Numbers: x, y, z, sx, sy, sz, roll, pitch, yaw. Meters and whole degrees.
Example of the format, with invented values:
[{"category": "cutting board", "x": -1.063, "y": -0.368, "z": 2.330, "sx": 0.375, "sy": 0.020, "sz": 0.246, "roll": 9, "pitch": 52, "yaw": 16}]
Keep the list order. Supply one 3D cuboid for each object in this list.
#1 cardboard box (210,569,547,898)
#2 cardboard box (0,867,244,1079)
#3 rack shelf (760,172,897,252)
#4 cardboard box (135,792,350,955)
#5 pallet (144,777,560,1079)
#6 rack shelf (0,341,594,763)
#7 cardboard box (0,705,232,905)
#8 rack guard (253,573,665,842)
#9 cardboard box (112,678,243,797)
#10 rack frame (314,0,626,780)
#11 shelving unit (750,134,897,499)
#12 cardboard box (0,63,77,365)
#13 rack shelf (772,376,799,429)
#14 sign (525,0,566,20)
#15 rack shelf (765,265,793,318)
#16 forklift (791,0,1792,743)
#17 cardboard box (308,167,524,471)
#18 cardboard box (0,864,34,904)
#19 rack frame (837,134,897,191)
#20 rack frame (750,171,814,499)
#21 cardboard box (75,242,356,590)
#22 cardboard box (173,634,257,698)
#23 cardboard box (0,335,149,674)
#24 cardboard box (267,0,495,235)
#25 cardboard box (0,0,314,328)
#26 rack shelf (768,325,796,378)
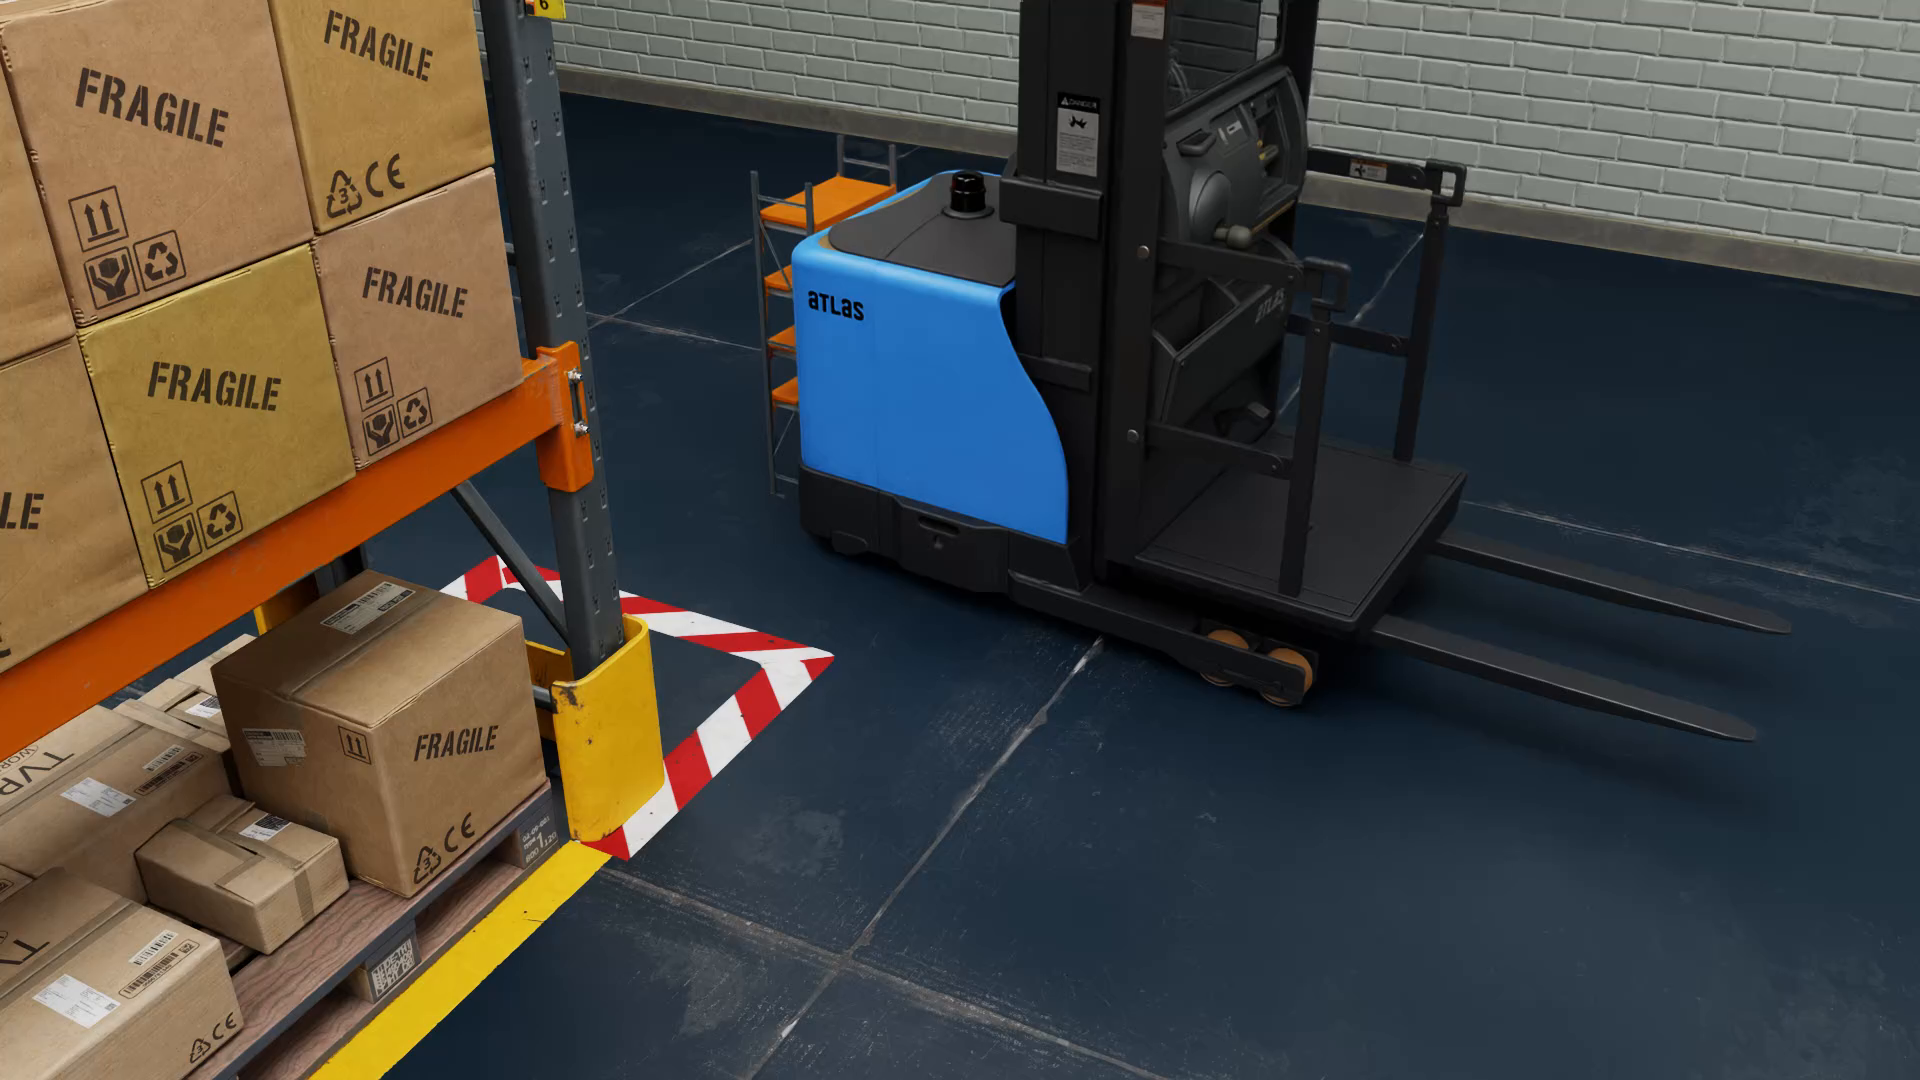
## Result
[{"category": "cardboard box", "x": -1.384, "y": 0.452, "z": 4.019, "sx": 0.500, "sy": 0.500, "sz": 0.500, "roll": 14, "pitch": 33, "yaw": 23}, {"category": "cardboard box", "x": -1.844, "y": 0.975, "z": 3.360, "sx": 0.500, "sy": 0.250, "sz": 0.500, "roll": 14, "pitch": 33, "yaw": 23}, {"category": "rack shelf", "x": -0.452, "y": -1.099, "z": 5.671, "sx": 0.258, "sy": 0.148, "sz": 0.480, "roll": 17, "pitch": 34, "yaw": 27}, {"category": "cardboard box", "x": -1.649, "y": 0.756, "z": 3.825, "sx": 0.380, "sy": 0.166, "sz": 0.250, "roll": 14, "pitch": 33, "yaw": 23}, {"category": "pallet", "x": -1.753, "y": 0.859, "z": 4.043, "sx": 1.003, "sy": 0.211, "sz": 1.213, "roll": 14, "pitch": 33, "yaw": 23}, {"category": "rack shelf", "x": -2.267, "y": 0.460, "z": 2.659, "sx": 1.077, "sy": 0.370, "sz": 4.000, "roll": 14, "pitch": 33, "yaw": 23}, {"category": "cardboard box", "x": -2.084, "y": 0.662, "z": 3.905, "sx": 0.500, "sy": 0.250, "sz": 0.500, "roll": 14, "pitch": 33, "yaw": 23}, {"category": "rack guard", "x": -1.390, "y": 0.379, "z": 4.587, "sx": 1.175, "sy": 0.500, "sz": 0.348, "roll": 14, "pitch": 33, "yaw": 23}, {"category": "cardboard box", "x": -1.966, "y": 0.518, "z": 4.239, "sx": 0.380, "sy": 0.166, "sz": 0.250, "roll": 14, "pitch": 33, "yaw": 23}, {"category": "rack frame", "x": -1.356, "y": -0.738, "z": 4.023, "sx": 1.000, "sy": 3.000, "sz": 0.127, "roll": 14, "pitch": 33, "yaw": 23}, {"category": "shelving unit", "x": -0.452, "y": -0.759, "z": 5.866, "sx": 0.258, "sy": 1.200, "sz": 0.503, "roll": 17, "pitch": 34, "yaw": 27}, {"category": "cardboard box", "x": -1.775, "y": -0.500, "z": 2.505, "sx": 0.500, "sy": 0.500, "sz": 0.500, "roll": 15, "pitch": 33, "yaw": 25}, {"category": "rack shelf", "x": -0.452, "y": -0.528, "z": 5.998, "sx": 0.258, "sy": 0.148, "sz": 0.480, "roll": 17, "pitch": 34, "yaw": 27}, {"category": "sign", "x": -0.871, "y": -1.243, "z": 3.422, "sx": 0.100, "sy": 0.325, "sz": 0.005, "roll": 14, "pitch": 33, "yaw": 23}, {"category": "rack shelf", "x": -0.452, "y": -0.894, "z": 5.788, "sx": 0.258, "sy": 0.148, "sz": 0.480, "roll": 17, "pitch": 34, "yaw": 27}, {"category": "forklift", "x": 0.976, "y": -1.084, "z": 4.695, "sx": 3.031, "sy": 2.935, "sz": 1.130, "roll": 17, "pitch": 34, "yaw": 27}, {"category": "cardboard box", "x": -1.318, "y": -0.521, "z": 3.545, "sx": 0.500, "sy": 0.500, "sz": 0.500, "roll": 15, "pitch": 33, "yaw": 25}, {"category": "cardboard box", "x": -2.312, "y": 0.883, "z": 3.519, "sx": 0.500, "sy": 0.250, "sz": 0.500, "roll": 14, "pitch": 33, "yaw": 23}, {"category": "rack frame", "x": -0.324, "y": -0.862, "z": 6.046, "sx": 0.240, "sy": 1.200, "sz": 0.015, "roll": 17, "pitch": 34, "yaw": 27}, {"category": "rack frame", "x": -0.580, "y": -0.655, "z": 5.686, "sx": 0.240, "sy": 1.200, "sz": 0.015, "roll": 17, "pitch": 34, "yaw": 27}, {"category": "cardboard box", "x": -1.551, "y": -0.290, "z": 3.143, "sx": 0.500, "sy": 0.500, "sz": 0.500, "roll": 15, "pitch": 33, "yaw": 24}, {"category": "cardboard box", "x": -1.853, "y": 0.415, "z": 4.436, "sx": 0.380, "sy": 0.149, "sz": 0.250, "roll": 14, "pitch": 33, "yaw": 23}, {"category": "cardboard box", "x": -1.783, "y": -0.071, "z": 2.760, "sx": 0.500, "sy": 0.500, "sz": 0.500, "roll": 15, "pitch": 33, "yaw": 24}, {"category": "cardboard box", "x": -1.314, "y": -0.955, "z": 3.297, "sx": 0.500, "sy": 0.500, "sz": 0.500, "roll": 14, "pitch": 33, "yaw": 23}, {"category": "cardboard box", "x": -1.543, "y": -0.731, "z": 2.907, "sx": 0.500, "sy": 0.500, "sz": 0.500, "roll": 15, "pitch": 33, "yaw": 25}, {"category": "rack shelf", "x": -0.452, "y": -0.700, "z": 5.900, "sx": 0.258, "sy": 0.148, "sz": 0.480, "roll": 17, "pitch": 34, "yaw": 27}]
